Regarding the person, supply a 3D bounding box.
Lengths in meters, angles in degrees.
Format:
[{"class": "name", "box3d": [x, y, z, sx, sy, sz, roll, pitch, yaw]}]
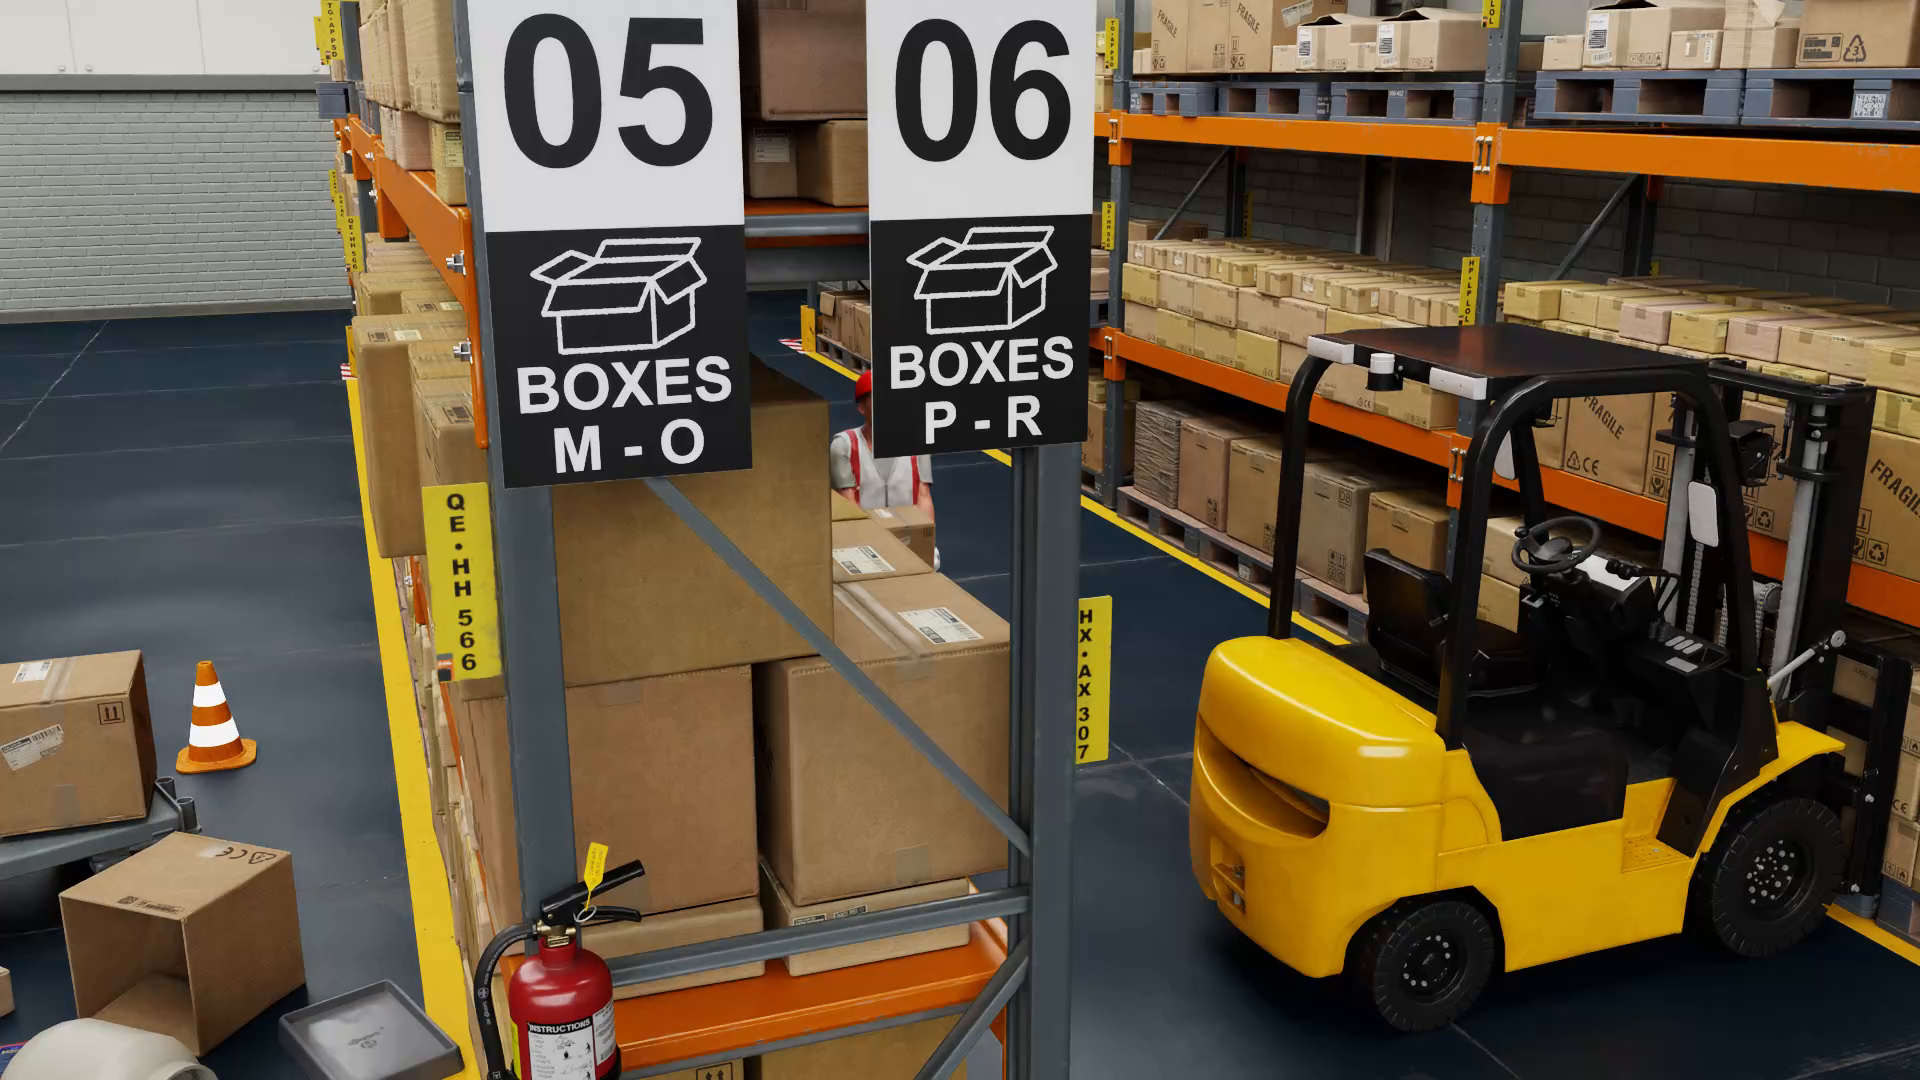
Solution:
[{"class": "person", "box3d": [-0.321, 0.129, 7.521, 0.497, 1.785, 0.561, -6, 16, -20]}]
